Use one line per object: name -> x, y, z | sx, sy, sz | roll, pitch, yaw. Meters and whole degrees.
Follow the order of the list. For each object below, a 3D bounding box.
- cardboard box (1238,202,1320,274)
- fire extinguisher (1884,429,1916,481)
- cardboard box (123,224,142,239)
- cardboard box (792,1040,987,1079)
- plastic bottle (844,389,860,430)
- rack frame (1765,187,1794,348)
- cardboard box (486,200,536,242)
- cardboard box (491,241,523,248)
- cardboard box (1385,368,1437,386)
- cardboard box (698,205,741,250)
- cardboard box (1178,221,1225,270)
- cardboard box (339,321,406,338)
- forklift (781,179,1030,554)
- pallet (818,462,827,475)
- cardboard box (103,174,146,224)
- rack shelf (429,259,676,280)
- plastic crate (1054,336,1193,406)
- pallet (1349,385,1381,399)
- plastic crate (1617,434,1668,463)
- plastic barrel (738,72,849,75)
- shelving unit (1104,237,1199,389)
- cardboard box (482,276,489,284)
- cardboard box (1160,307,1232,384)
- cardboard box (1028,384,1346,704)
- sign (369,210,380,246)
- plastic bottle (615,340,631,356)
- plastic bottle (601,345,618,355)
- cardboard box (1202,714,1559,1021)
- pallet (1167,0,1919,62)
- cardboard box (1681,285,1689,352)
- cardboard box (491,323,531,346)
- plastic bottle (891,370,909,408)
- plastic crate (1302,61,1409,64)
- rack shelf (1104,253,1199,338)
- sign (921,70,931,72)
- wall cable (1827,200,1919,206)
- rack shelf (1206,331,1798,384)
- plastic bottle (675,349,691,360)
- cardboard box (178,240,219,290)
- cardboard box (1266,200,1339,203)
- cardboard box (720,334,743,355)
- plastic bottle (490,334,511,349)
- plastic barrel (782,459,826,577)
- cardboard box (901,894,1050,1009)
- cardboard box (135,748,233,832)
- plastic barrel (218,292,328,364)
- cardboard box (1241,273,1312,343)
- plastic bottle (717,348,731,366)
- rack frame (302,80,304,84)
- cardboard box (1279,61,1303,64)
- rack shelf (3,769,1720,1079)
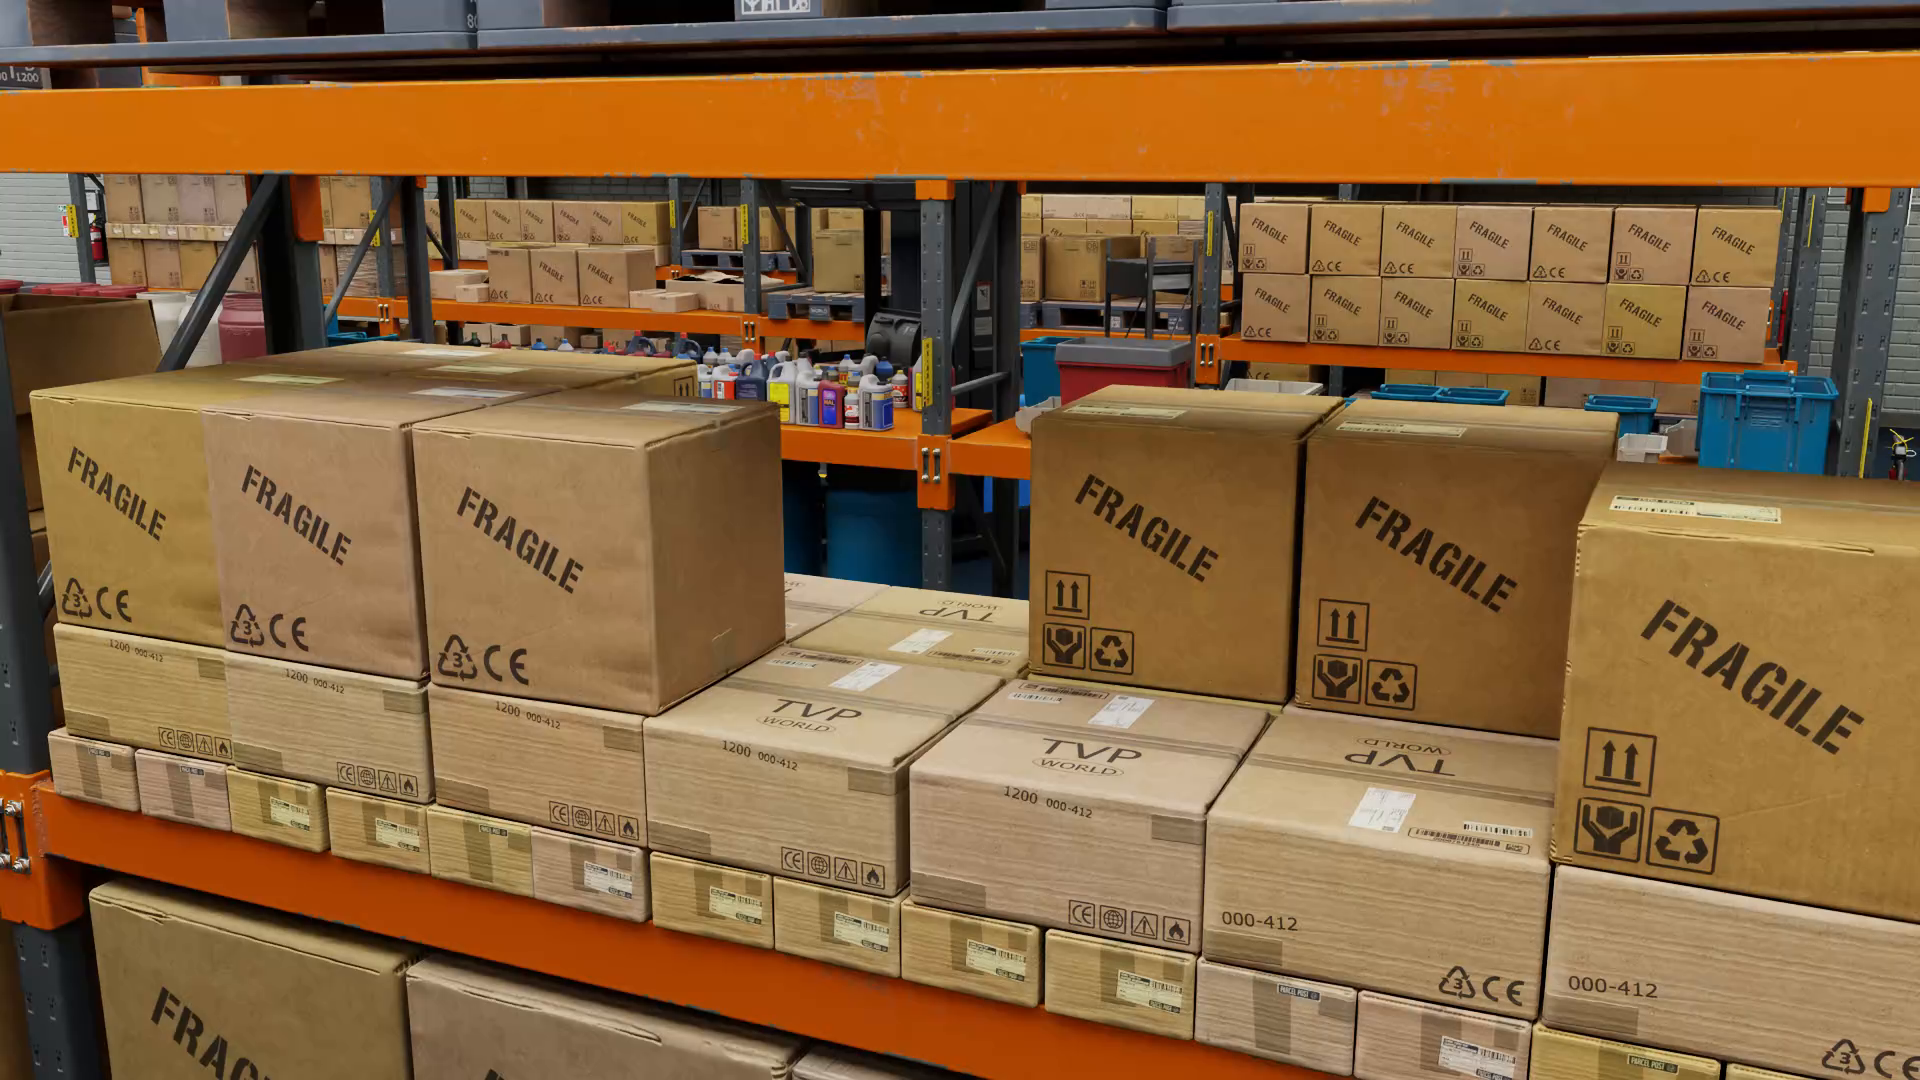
cardboard box -> 2.394, -2.257, 12.399 | 0.500, 0.500, 0.500 | 6, 15, 25
fire extinguisher -> 3.679, -0.091, 6.563 | 0.183, 0.674, 0.296 | 6, 14, 23
cardboard box -> -8.380, -3.193, 17.159 | 0.250, 0.149, 0.380 | 5, 14, 22
cardboard box -> 0.269, 1.318, 3.302 | 0.875, 0.875, 0.875 | 6, 14, 23
plastic bottle -> -0.541, -0.667, 8.465 | 0.097, 0.201, 0.097 | 0, 13, 0
rack frame -> 7.738, -2.489, 15.794 | 0.127, 3.000, 1.000 | 6, 14, 23
cardboard box -> -5.659, -4.067, 21.164 | 0.500, 0.500, 0.500 | 5, 14, 21
cardboard box -> -5.630, -3.701, 21.245 | 0.500, 0.250, 0.500 | 6, 14, 22
cardboard box -> 4.723, -1.756, 17.223 | 0.500, 0.500, 0.700 | 6, 14, 24
cardboard box -> -2.782, -3.808, 20.234 | 0.500, 0.500, 0.700 | 6, 14, 23
cardboard box -> 2.630, -3.145, 17.680 | 0.500, 0.500, 0.500 | 6, 14, 23
cardboard box -> -5.994, -1.948, 16.948 | 0.500, 0.500, 0.500 | 6, 14, 23
forklift -> -0.508, -1.342, 11.057 | 3.031, 2.935, 1.130 | -10, 16, -35
pallet -> -0.912, -0.759, 14.529 | 1.213, 0.211, 1.003 | 6, 14, 23
cardboard box -> -8.424, -3.564, 17.317 | 0.500, 0.500, 0.700 | 6, 14, 23
rack shelf -> -5.062, -3.434, 21.397 | 4.000, 0.370, 1.077 | 6, 14, 23
plastic crate -> 0.783, -0.715, 7.964 | 0.583, 0.464, 0.402 | 6, 14, 23
pallet -> 4.744, -1.414, 17.321 | 1.213, 0.211, 1.003 | 6, 14, 23
plastic crate -> 2.906, -0.358, 7.160 | 0.243, 0.136, 0.396 | 6, 14, 23
plastic barrel -> -0.849, -2.588, 8.320 | 0.600, 0.588, 0.600 | 0, 13, 0
shelving unit -> 1.288, -0.991, 11.380 | 0.431, 2.100, 0.503 | -7, 15, -28
cardboard box -> -4.359, -2.456, 15.948 | 0.258, 0.266, 0.396 | 5, 14, 22
cardboard box -> 2.620, -2.131, 18.058 | 0.750, 0.750, 0.750 | 6, 15, 25
cardboard box -> 0.456, -0.015, 3.290 | 0.500, 0.500, 0.500 | 5, 14, 22
sign -> -5.460, -2.908, 15.513 | 0.005, 0.325, 0.100 | 6, 14, 23
plastic bottle -> -2.002, -1.049, 9.913 | 0.133, 0.283, 0.061 | 6, 14, 23
plastic bottle -> -1.912, -0.884, 9.064 | 0.185, 0.351, 0.144 | 6, 14, 23
cardboard box -> 0.705, 0.507, 2.706 | 0.500, 0.250, 0.500 | 6, 14, 22
pallet -> 1.036, -0.869, 2.518 | 1.213, 0.211, 1.003 | 6, 14, 23
cardboard box -> 4.962, -1.645, 11.981 | 0.500, 0.500, 0.500 | 6, 14, 23
cardboard box -> -5.774, -2.739, 21.783 | 0.500, 0.311, 0.500 | 7, 15, 28
plastic bottle -> -0.330, -0.835, 9.182 | 0.097, 0.201, 0.097 | 0, 13, 0
plastic crate -> 1.824, -2.092, 7.796 | 0.530, 0.282, 0.437 | 6, 14, 23
rack shelf -> 1.288, -1.659, 11.224 | 0.431, 0.518, 0.480 | -7, 15, -28
sign -> -0.157, -2.139, 7.721 | 0.005, 0.325, 0.100 | 6, 14, 23
wall cable -> 9.292, -3.062, 16.015 | 1.851, 1.984, 0.084 | 6, 14, 23
rack shelf -> 3.906, -1.288, 12.254 | 4.000, 0.370, 1.077 | 6, 14, 23
plastic bottle -> -1.591, -0.961, 9.565 | 0.097, 0.271, 0.097 | 0, 13, 0
cardboard box -> -7.539, -2.842, 17.082 | 0.500, 0.500, 0.700 | 6, 14, 24
cardboard box -> 2.645, -2.366, 12.866 | 0.500, 0.500, 0.500 | 6, 14, 24
cardboard box -> -2.554, -2.532, 20.486 | 0.500, 0.500, 0.700 | 6, 15, 25
plastic bottle -> -2.836, -1.133, 10.273 | 0.133, 0.283, 0.061 | 6, 14, 23
plastic barrel -> -1.070, -0.092, 9.254 | 0.708, 0.901, 0.600 | 6, 14, 23
cardboard box -> 0.088, 0.655, 2.946 | 0.250, 0.149, 0.380 | 6, 14, 23
cardboard box -> -1.562, 0.488, 3.657 | 0.250, 0.149, 0.380 | 5, 14, 21
plastic barrel -> -4.136, -1.205, 10.028 | 0.708, 0.536, 0.600 | 6, 14, 23
cardboard box -> 2.433, -1.768, 12.506 | 0.500, 0.500, 0.500 | 6, 15, 25
plastic bottle -> -1.355, -0.973, 9.616 | 0.097, 0.271, 0.097 | 0, 13, 0
rack frame -> -3.589, -4.080, 9.445 | 0.127, 3.000, 1.000 | 6, 14, 23
cardboard box -> 2.421, -3.358, 12.165 | 0.500, 0.250, 0.500 | 6, 14, 23
rack shelf -> -0.110, 0.780, 3.438 | 4.000, 0.370, 1.077 | 6, 14, 23
